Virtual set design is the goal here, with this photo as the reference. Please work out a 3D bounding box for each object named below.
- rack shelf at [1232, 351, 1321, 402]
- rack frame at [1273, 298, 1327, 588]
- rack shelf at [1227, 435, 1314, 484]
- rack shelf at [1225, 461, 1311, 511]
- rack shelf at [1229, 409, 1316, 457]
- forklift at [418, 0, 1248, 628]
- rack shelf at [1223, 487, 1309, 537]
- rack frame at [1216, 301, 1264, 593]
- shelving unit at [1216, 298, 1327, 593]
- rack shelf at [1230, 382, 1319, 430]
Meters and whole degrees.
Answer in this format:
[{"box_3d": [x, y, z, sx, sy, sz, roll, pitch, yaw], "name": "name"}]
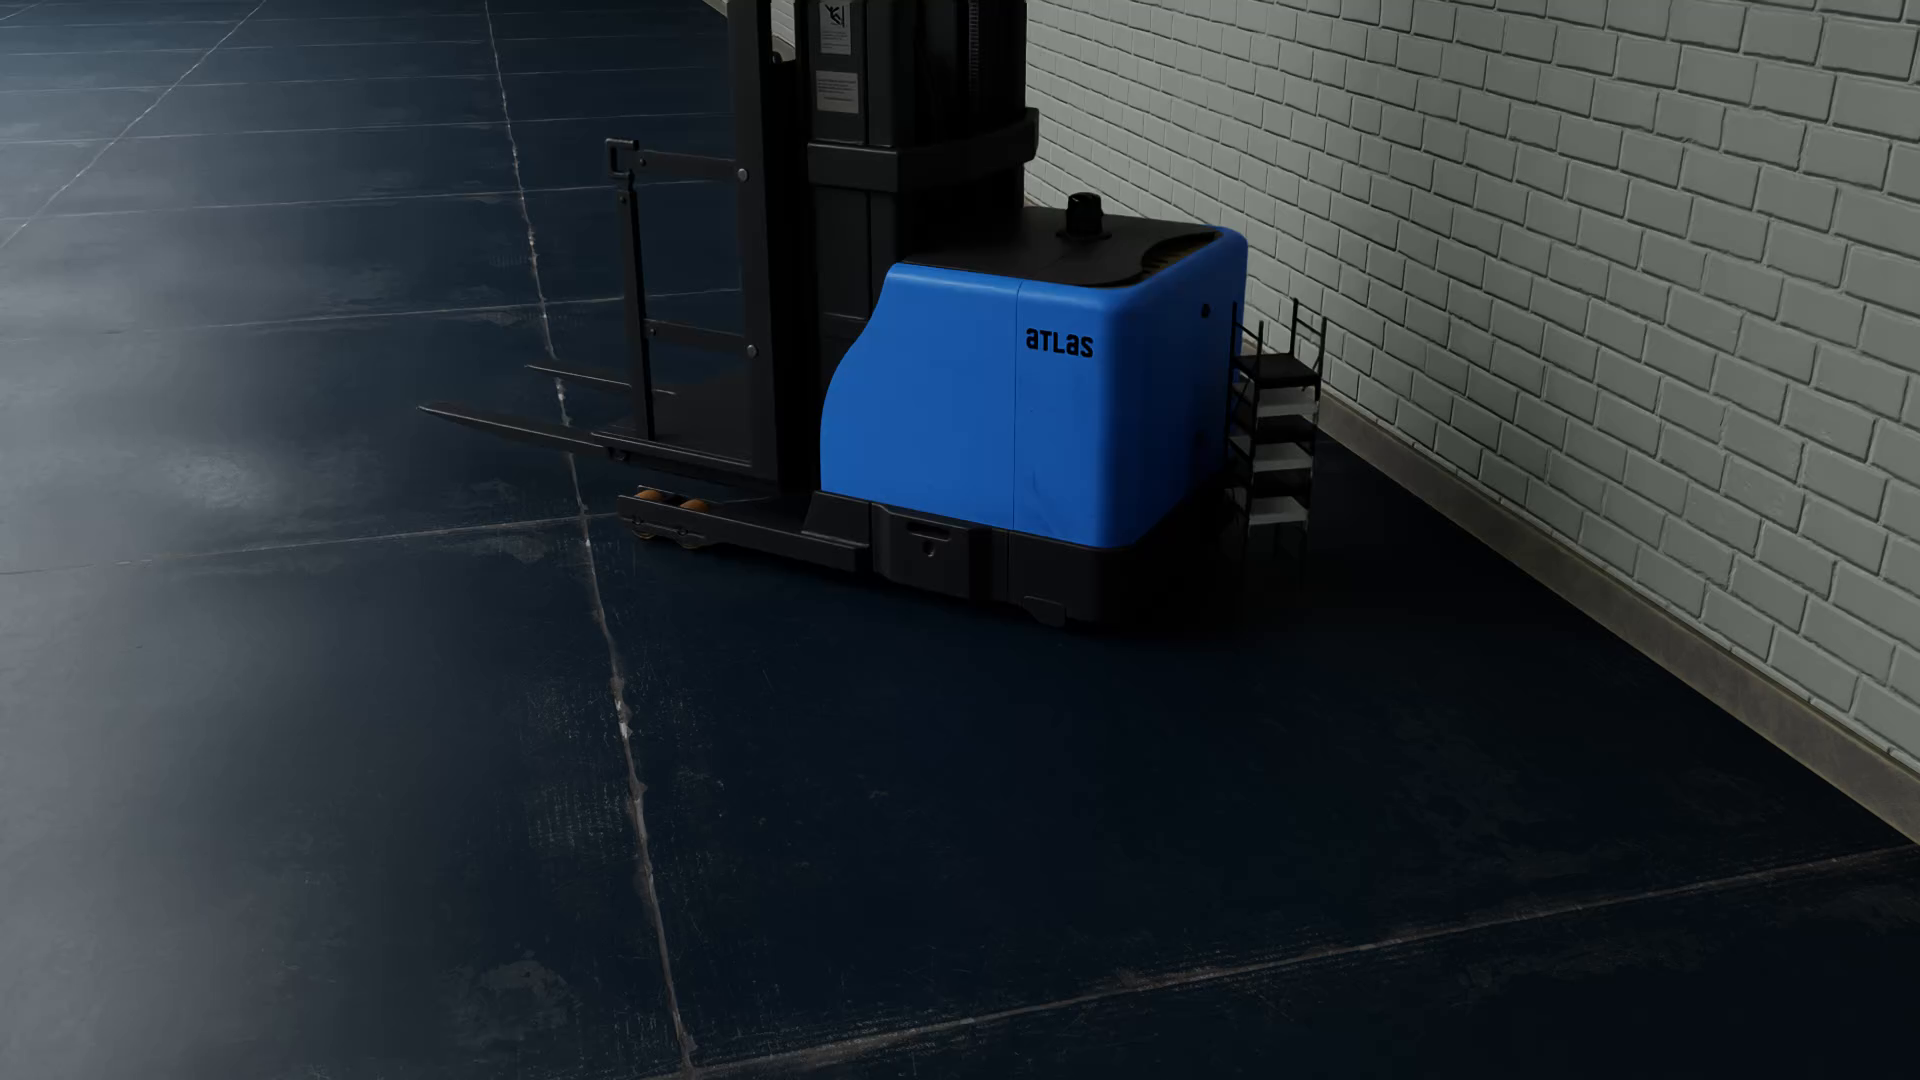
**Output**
[{"box_3d": [0.984, -0.514, 5.207, 0.200, 0.077, 0.258, -5, 24, -11], "name": "rack shelf"}, {"box_3d": [1.083, -0.305, 5.320, 0.006, 0.900, 0.240, -5, 24, -11], "name": "rack frame"}, {"box_3d": [0.984, -0.266, 5.313, 0.200, 0.077, 0.258, -5, 24, -11], "name": "rack shelf"}, {"box_3d": [0.984, -0.183, 5.349, 0.200, 0.077, 0.258, -5, 24, -11], "name": "rack shelf"}, {"box_3d": [0.984, -0.349, 5.278, 0.200, 0.077, 0.258, -5, 24, -11], "name": "rack shelf"}, {"box_3d": [-0.596, -1.482, 5.488, 3.031, 2.935, 1.130, 12, 26, 26], "name": "forklift"}, {"box_3d": [0.984, -0.101, 5.384, 0.200, 0.077, 0.258, -5, 24, -11], "name": "rack shelf"}, {"box_3d": [0.884, -0.288, 5.280, 0.006, 0.900, 0.240, -5, 24, -11], "name": "rack frame"}, {"box_3d": [0.984, -0.297, 5.300, 0.210, 0.900, 0.258, -5, 24, -11], "name": "shelving unit"}, {"box_3d": [0.984, -0.431, 5.242, 0.200, 0.077, 0.258, -5, 24, -11], "name": "rack shelf"}]
